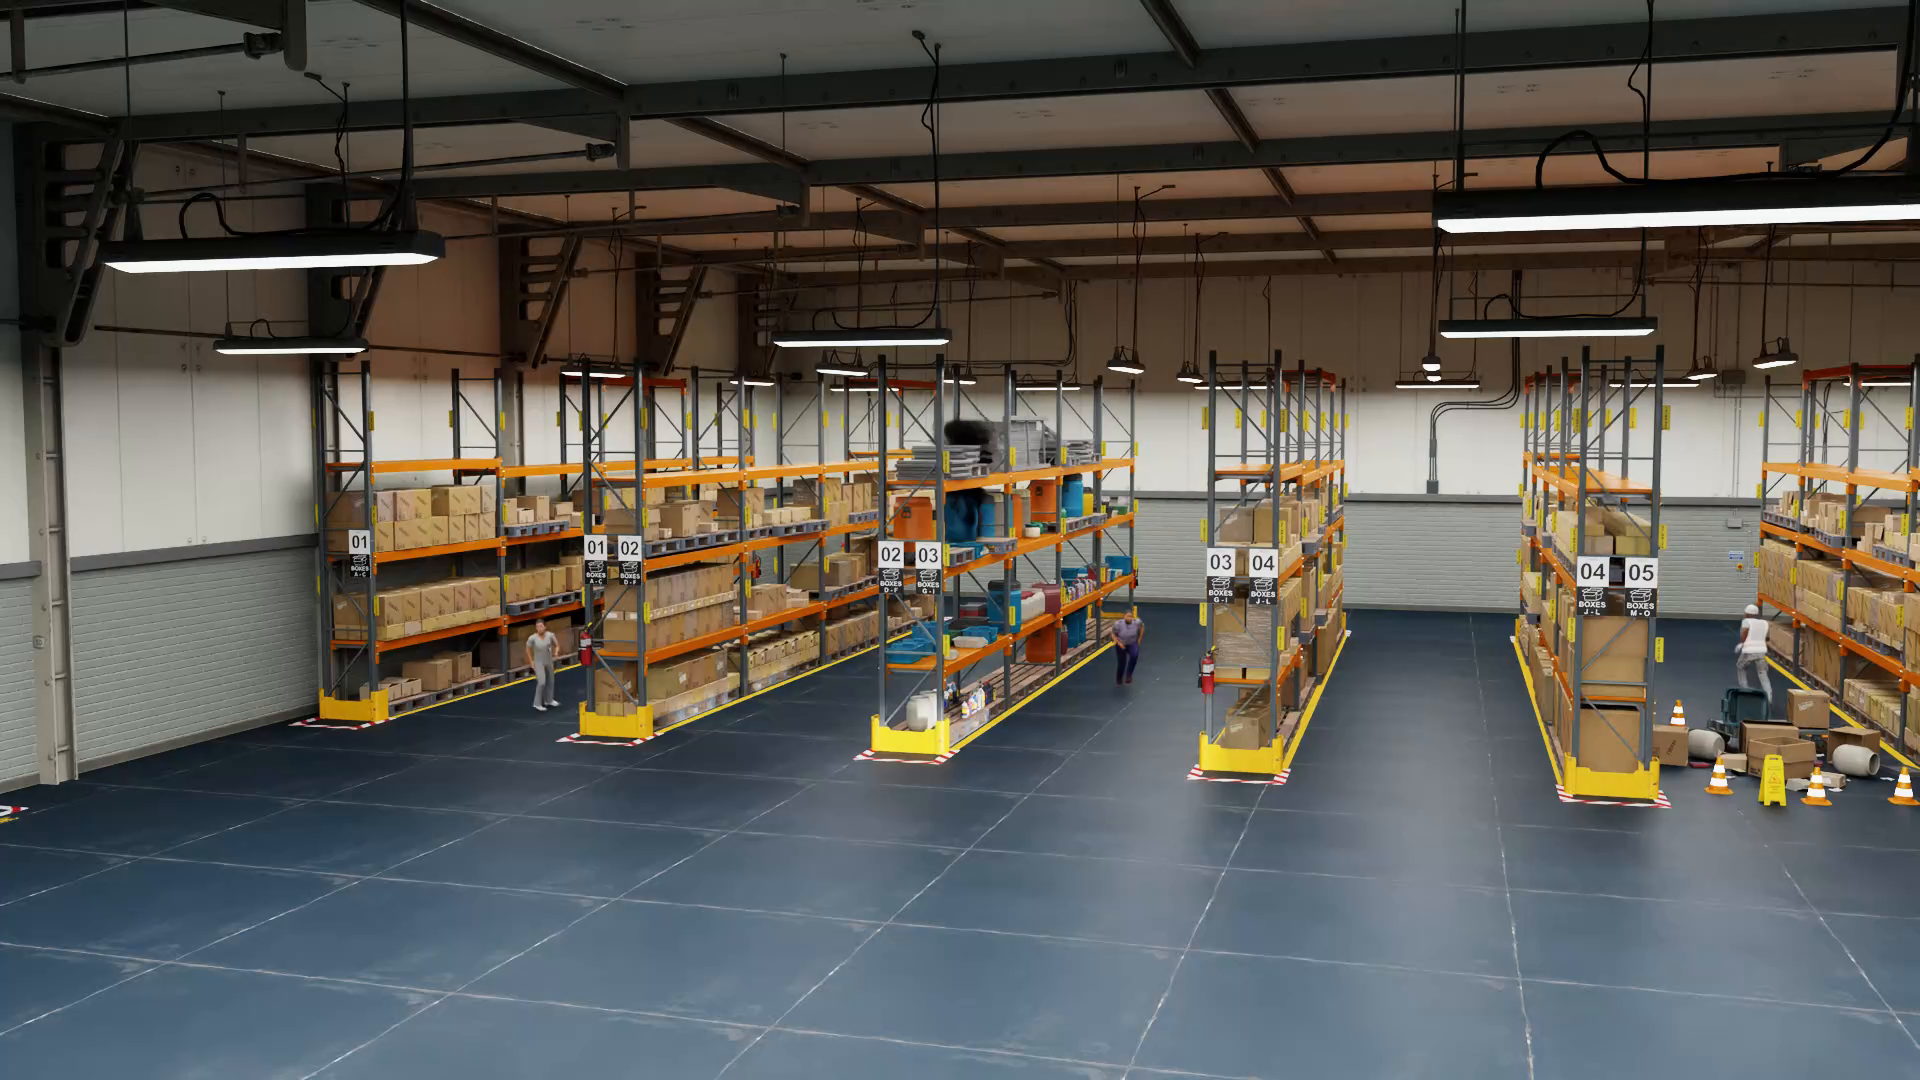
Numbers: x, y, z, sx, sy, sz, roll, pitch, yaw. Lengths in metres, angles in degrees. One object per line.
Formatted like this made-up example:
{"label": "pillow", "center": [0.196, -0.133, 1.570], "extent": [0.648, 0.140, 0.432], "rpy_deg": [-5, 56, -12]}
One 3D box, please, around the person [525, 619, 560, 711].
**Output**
{"label": "person", "center": [-7.213, 2.157, 28.927], "extent": [0.611, 1.608, 0.765], "rpy_deg": [-4, 5, -41]}

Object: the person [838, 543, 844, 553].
{"label": "person", "center": [-3.093, 0.942, 44.203], "extent": [0.894, 1.777, 0.763], "rpy_deg": [4, 6, 43]}

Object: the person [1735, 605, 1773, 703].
{"label": "person", "center": [14.027, 2.032, 29.393], "extent": [0.704, 1.750, 1.000], "rpy_deg": [0, 4, 1]}

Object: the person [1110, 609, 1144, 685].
{"label": "person", "center": [3.076, 1.992, 30.757], "extent": [0.642, 1.475, 1.014], "rpy_deg": [0, 4, -6]}
